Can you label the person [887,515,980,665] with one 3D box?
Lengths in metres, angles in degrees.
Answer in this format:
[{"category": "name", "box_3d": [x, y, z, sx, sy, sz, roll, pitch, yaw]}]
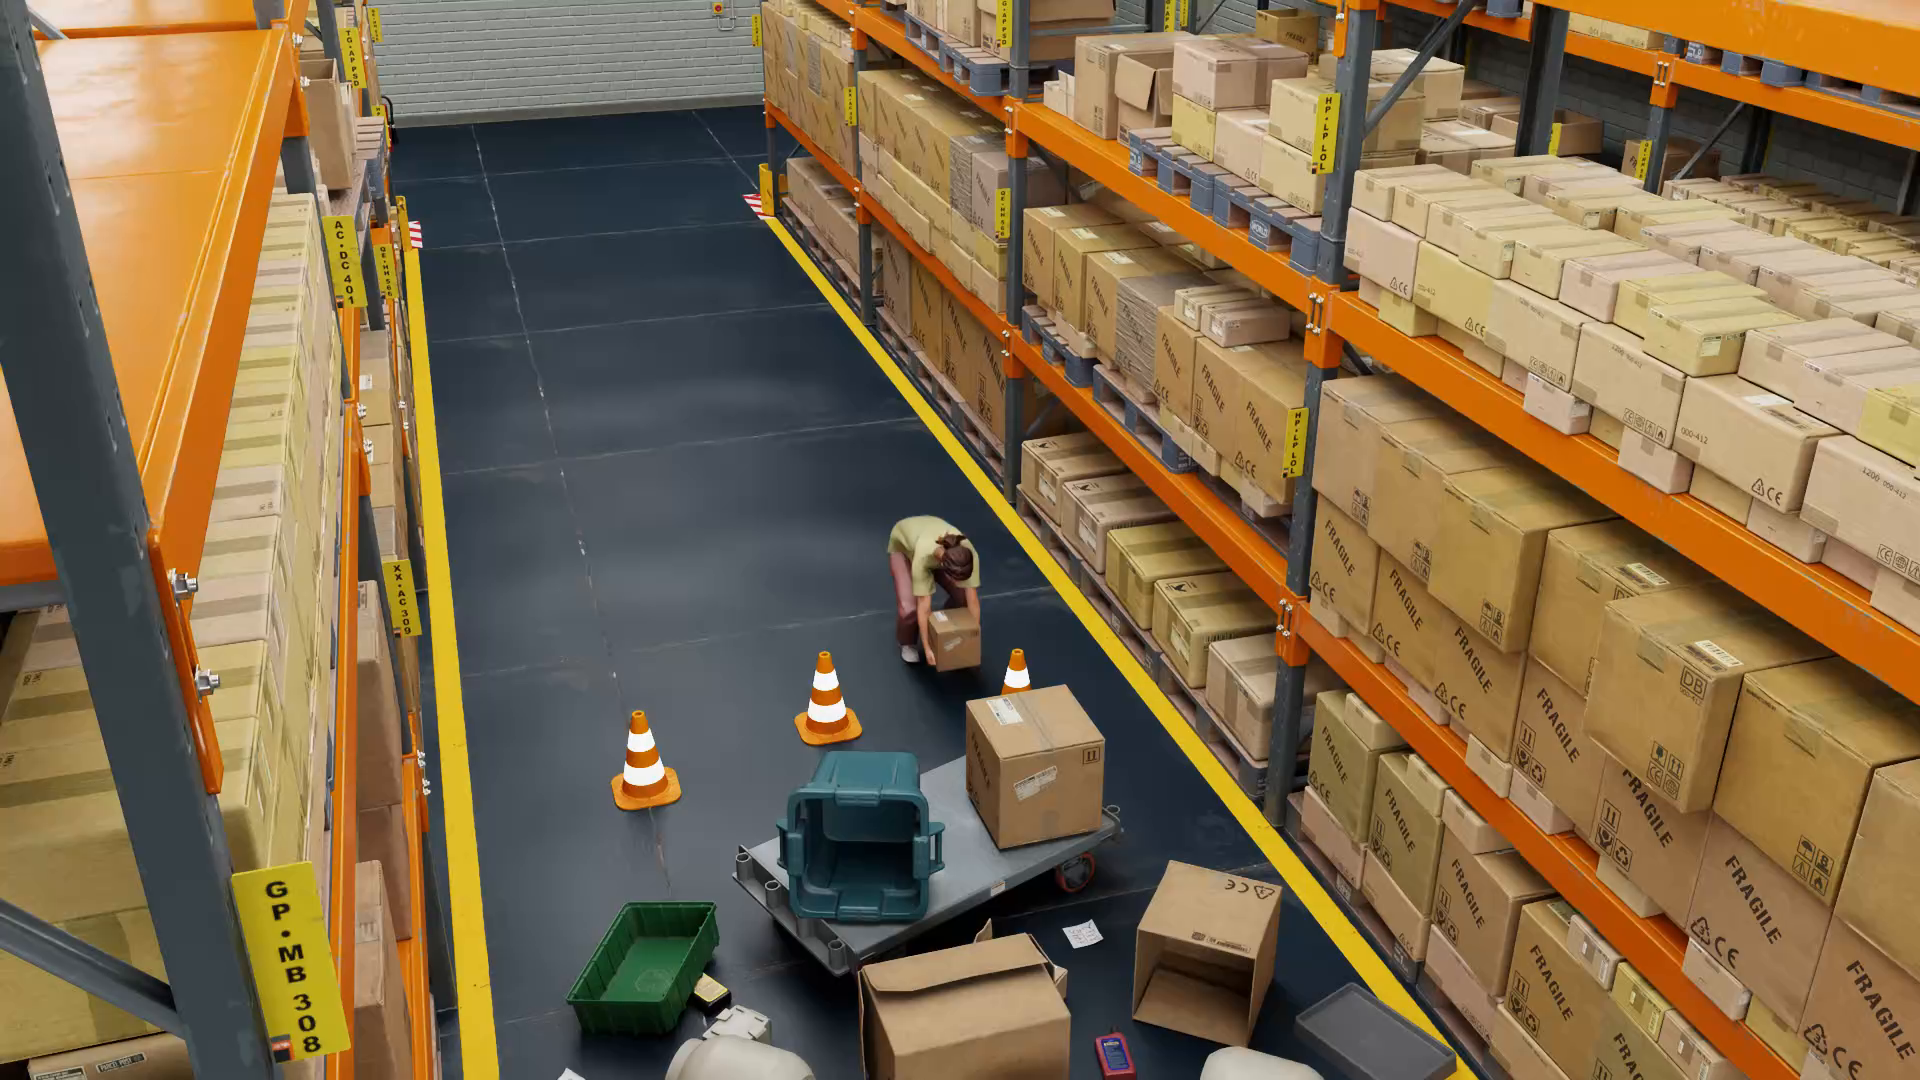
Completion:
[{"category": "person", "box_3d": [-0.142, 0.298, 9.576, 0.465, 0.945, 0.860, -9, 28, -18]}]
